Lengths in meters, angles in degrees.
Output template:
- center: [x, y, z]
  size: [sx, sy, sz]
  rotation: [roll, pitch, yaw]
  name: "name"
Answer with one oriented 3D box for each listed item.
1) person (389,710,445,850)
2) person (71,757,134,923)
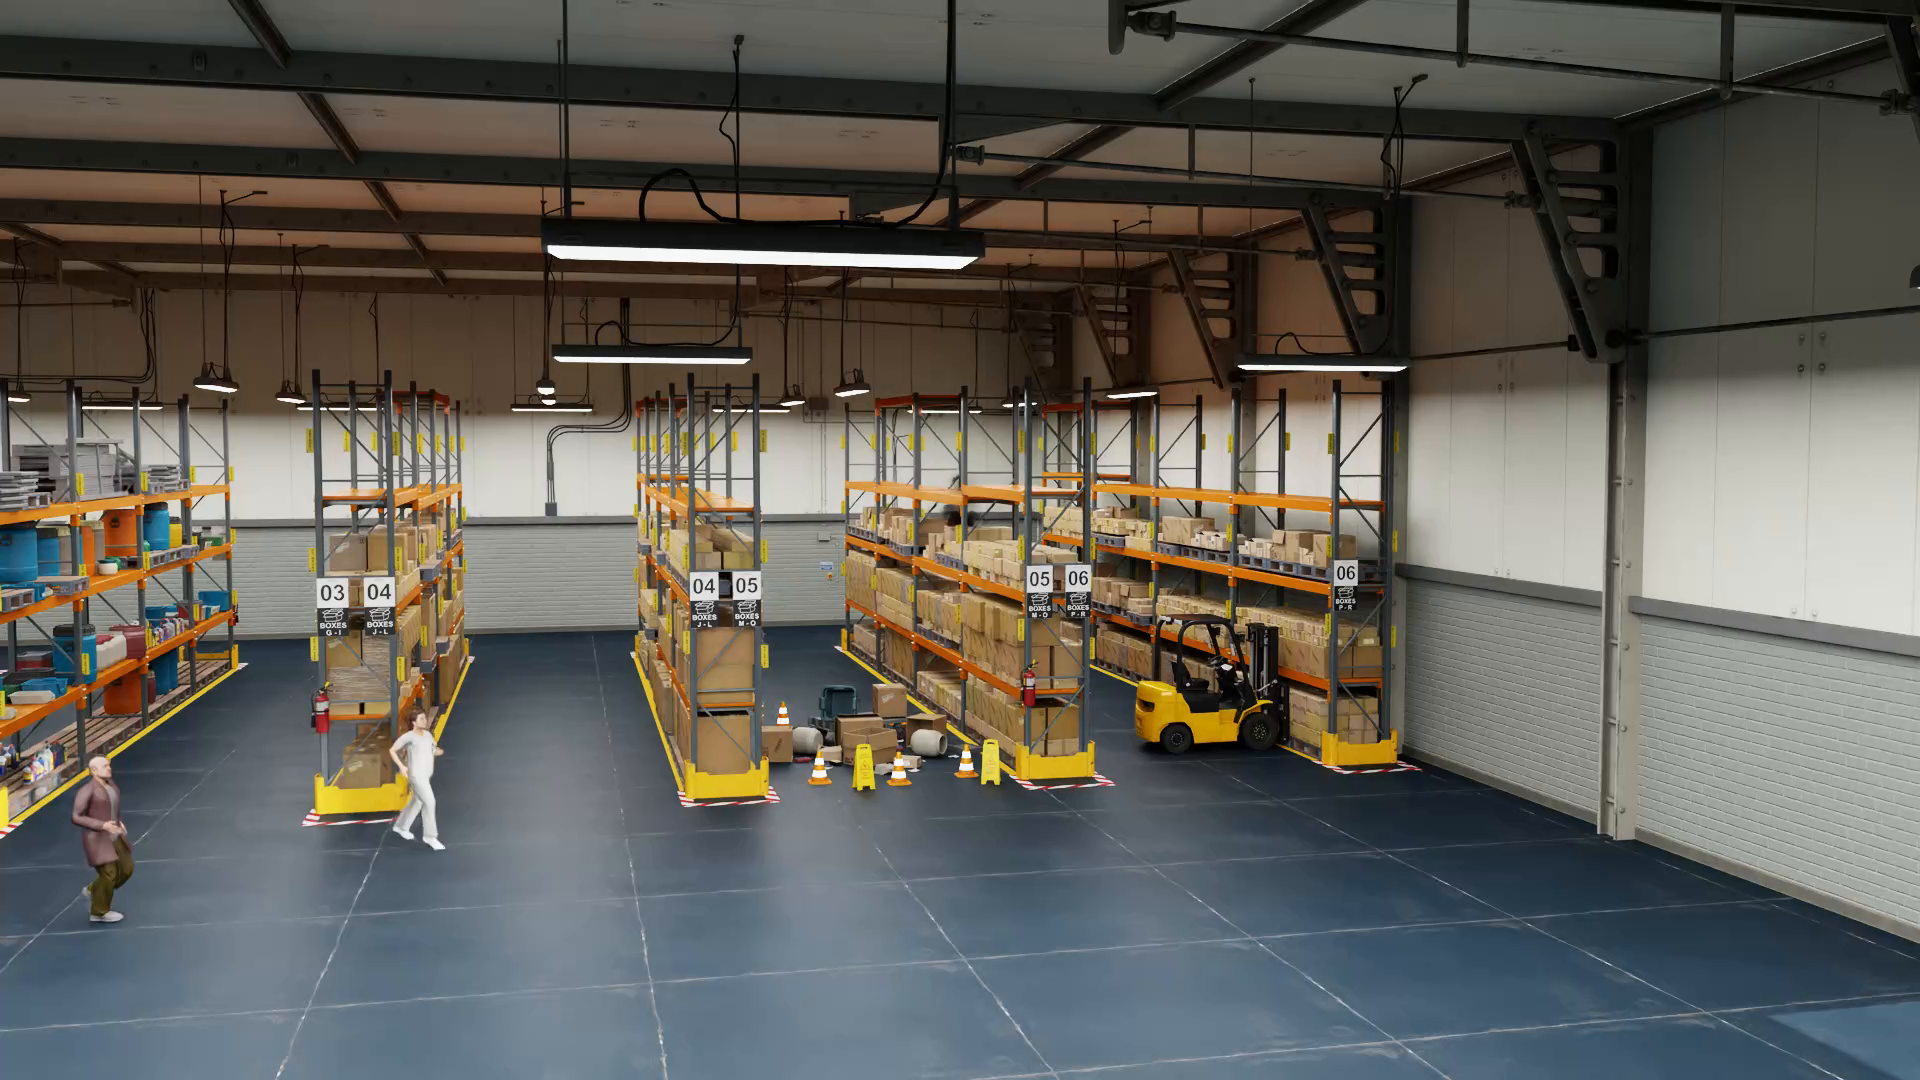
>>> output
- center: [-6.722, 2.960, 20.658]
  size: [0.803, 1.714, 0.541]
  rotation: [1, 3, 18]
  name: "person"
- center: [-8.940, 3.128, 17.395]
  size: [0.638, 1.734, 0.728]
  rotation: [1, 3, 9]
  name: "person"
